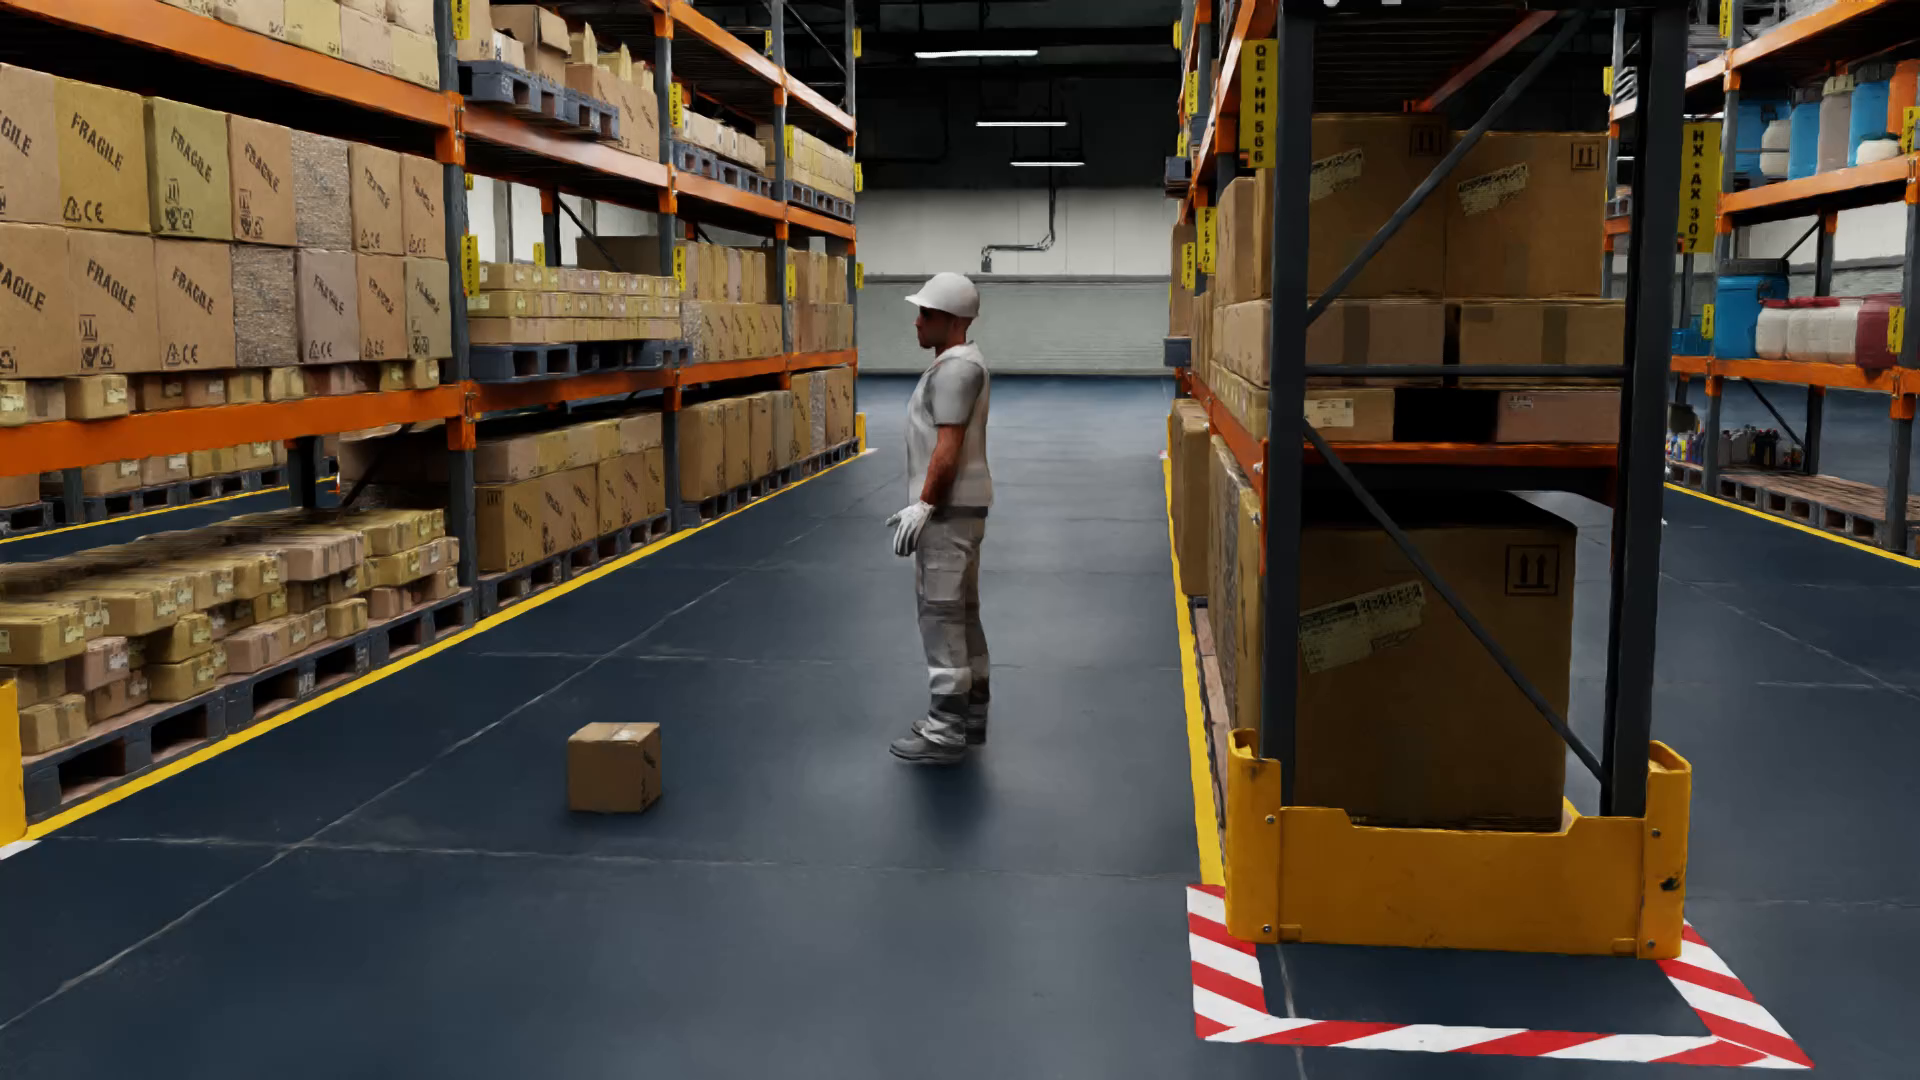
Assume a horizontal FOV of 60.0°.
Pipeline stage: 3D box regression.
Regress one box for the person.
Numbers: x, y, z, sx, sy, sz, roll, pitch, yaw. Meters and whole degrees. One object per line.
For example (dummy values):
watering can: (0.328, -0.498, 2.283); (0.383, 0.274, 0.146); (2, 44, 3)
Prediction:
person: (-0.066, -0.088, 6.176); (0.385, 1.795, 0.577); (1, 8, 5)
